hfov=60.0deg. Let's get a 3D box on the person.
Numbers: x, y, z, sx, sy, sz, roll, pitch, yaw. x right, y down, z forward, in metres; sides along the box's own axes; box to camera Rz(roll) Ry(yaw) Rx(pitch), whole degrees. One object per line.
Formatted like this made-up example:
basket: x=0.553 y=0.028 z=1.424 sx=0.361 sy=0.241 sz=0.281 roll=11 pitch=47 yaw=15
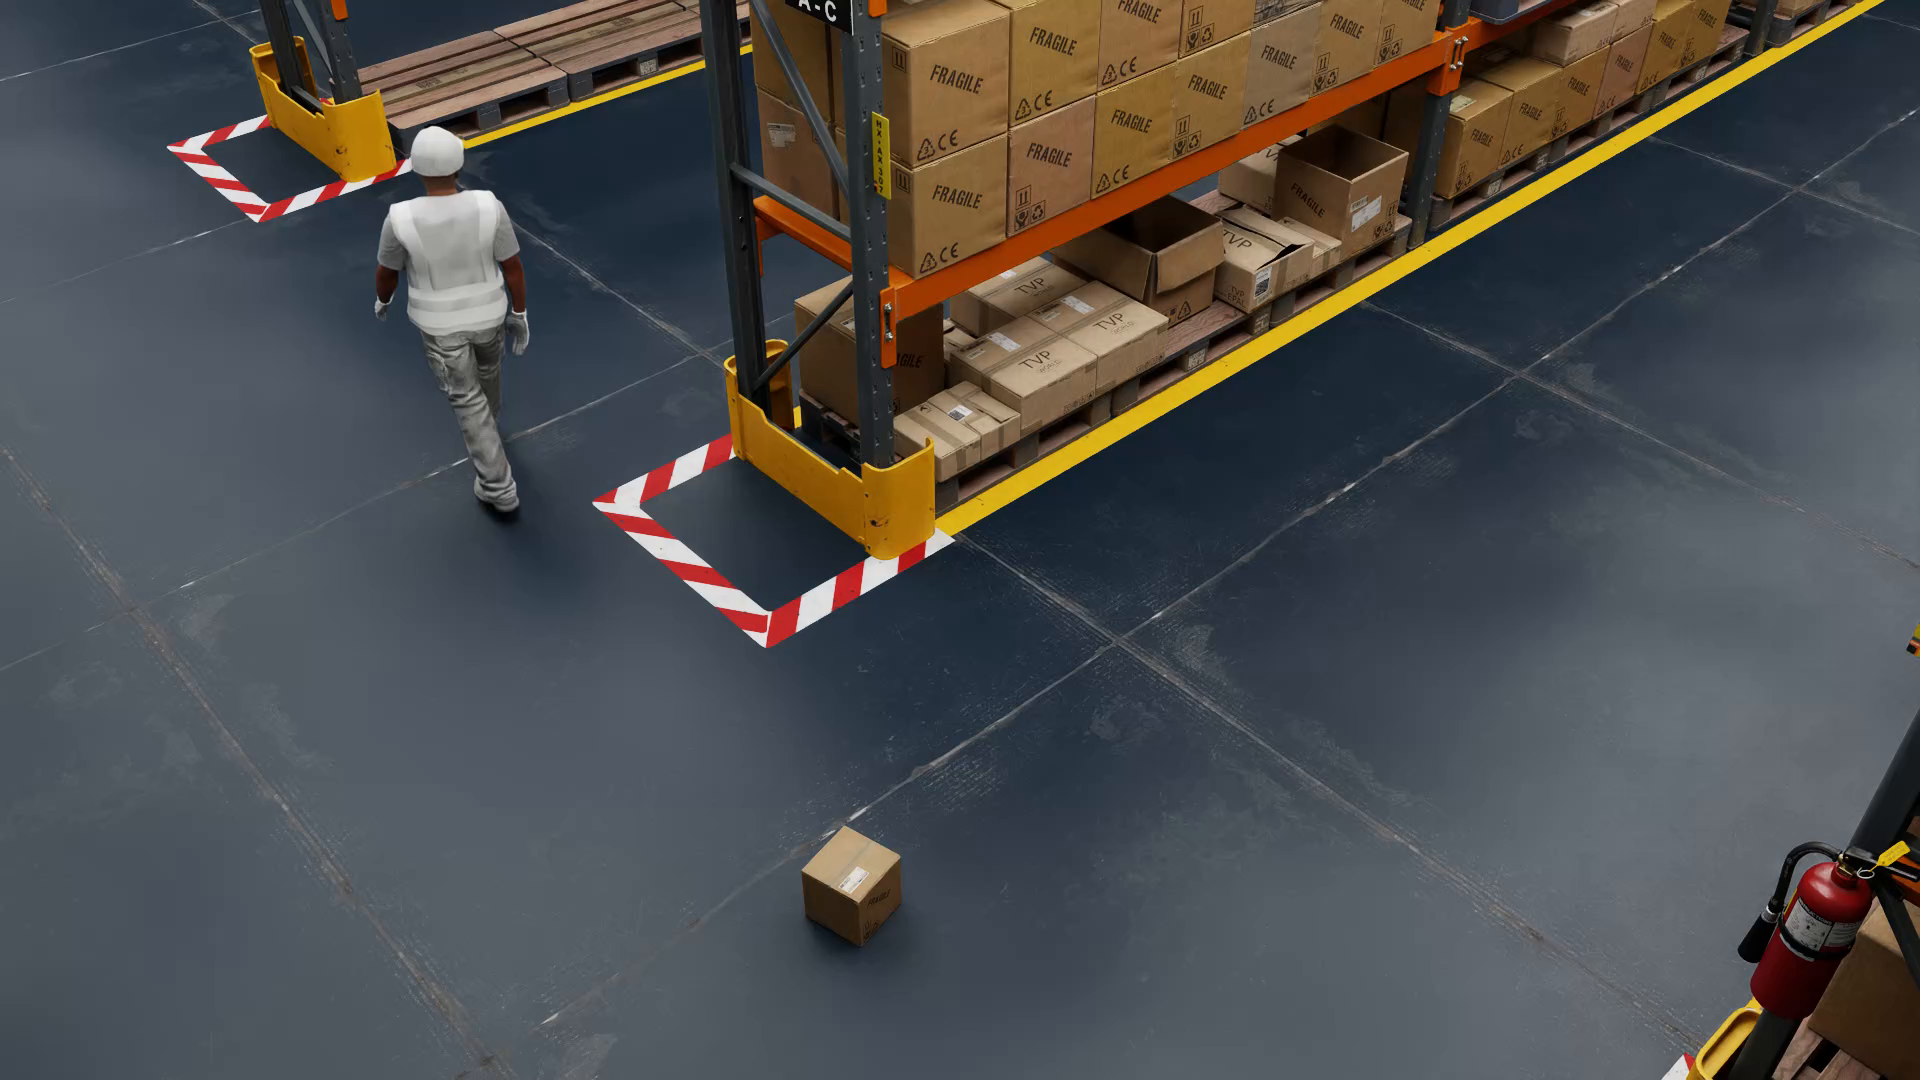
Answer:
person: x=-2.274 y=-1.059 z=7.410 sx=0.611 sy=1.732 sz=1.008 roll=-19 pitch=43 yaw=-22
